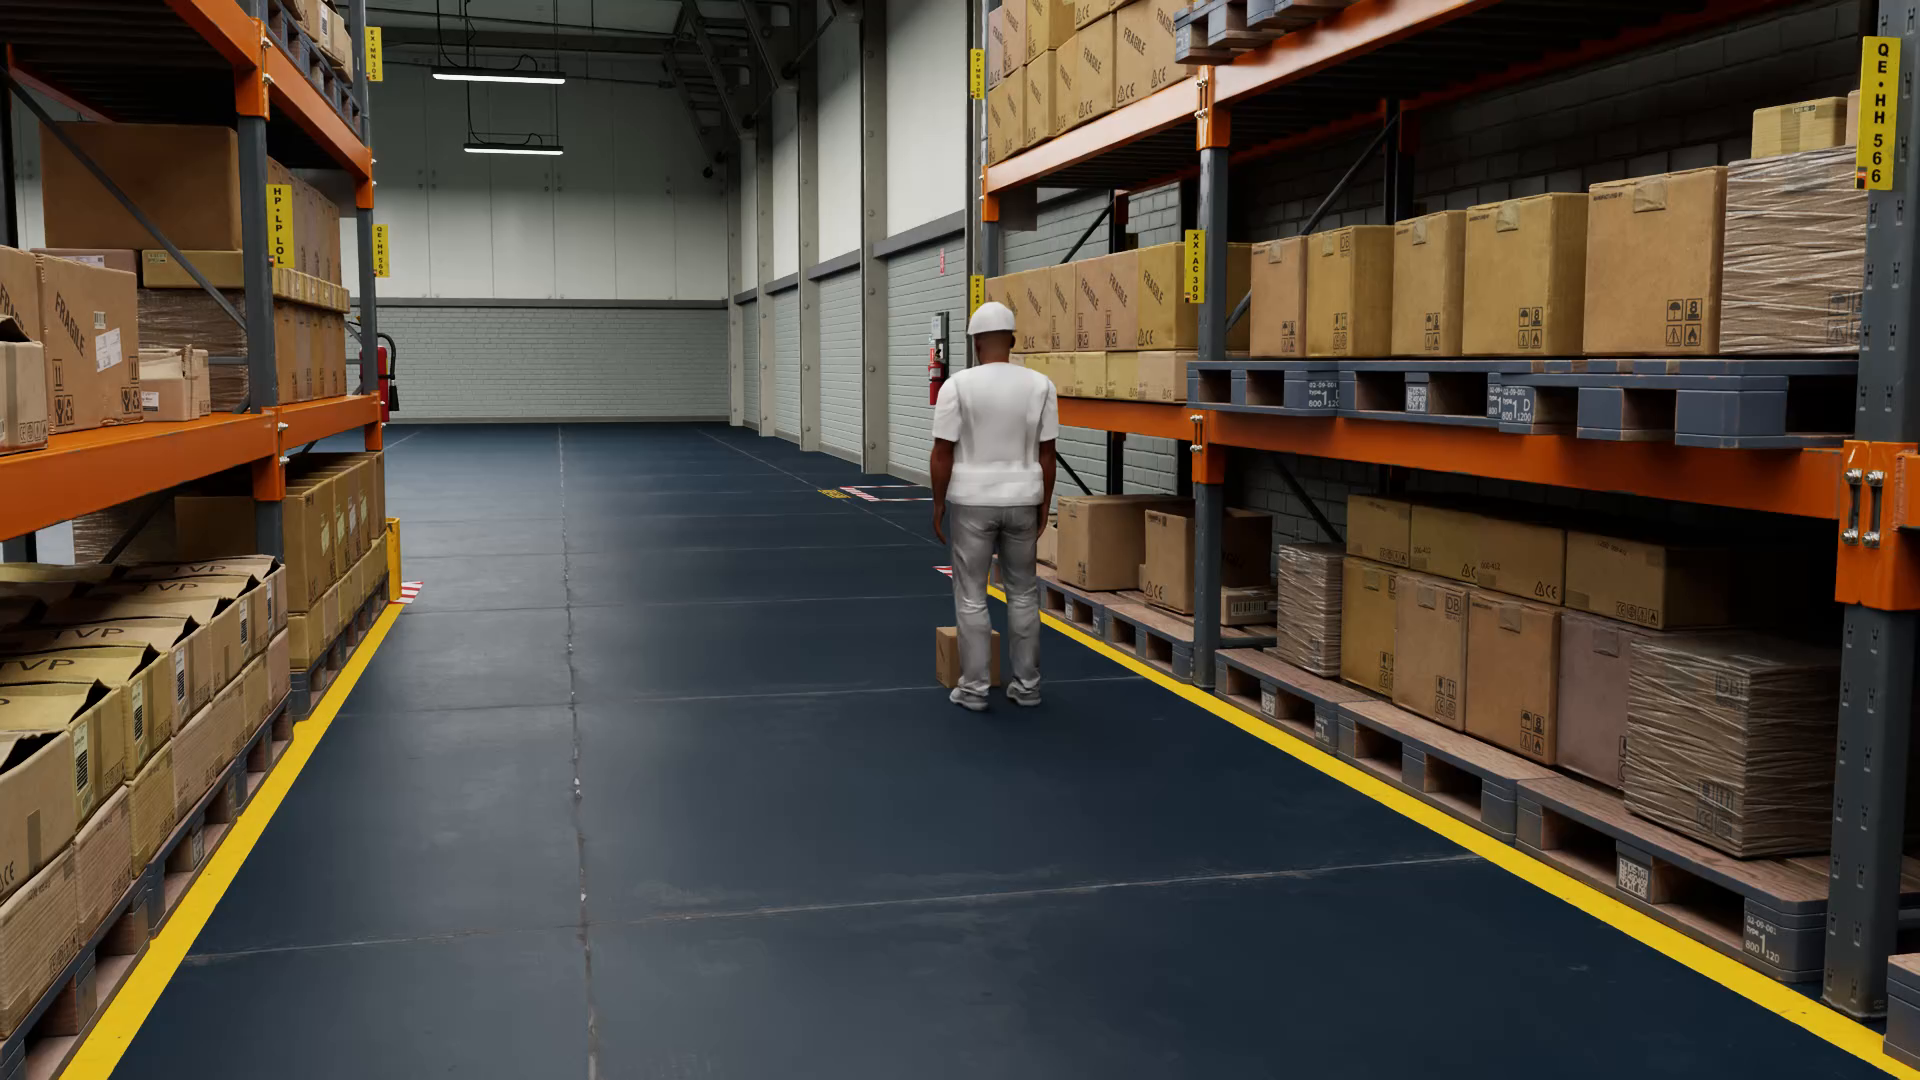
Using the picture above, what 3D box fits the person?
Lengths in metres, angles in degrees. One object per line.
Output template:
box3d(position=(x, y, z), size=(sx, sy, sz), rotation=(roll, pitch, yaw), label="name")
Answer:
box3d(position=(0.143, -0.151, 7.276), size=(0.565, 1.763, 0.365), rotation=(-1, 6, -12), label="person")
